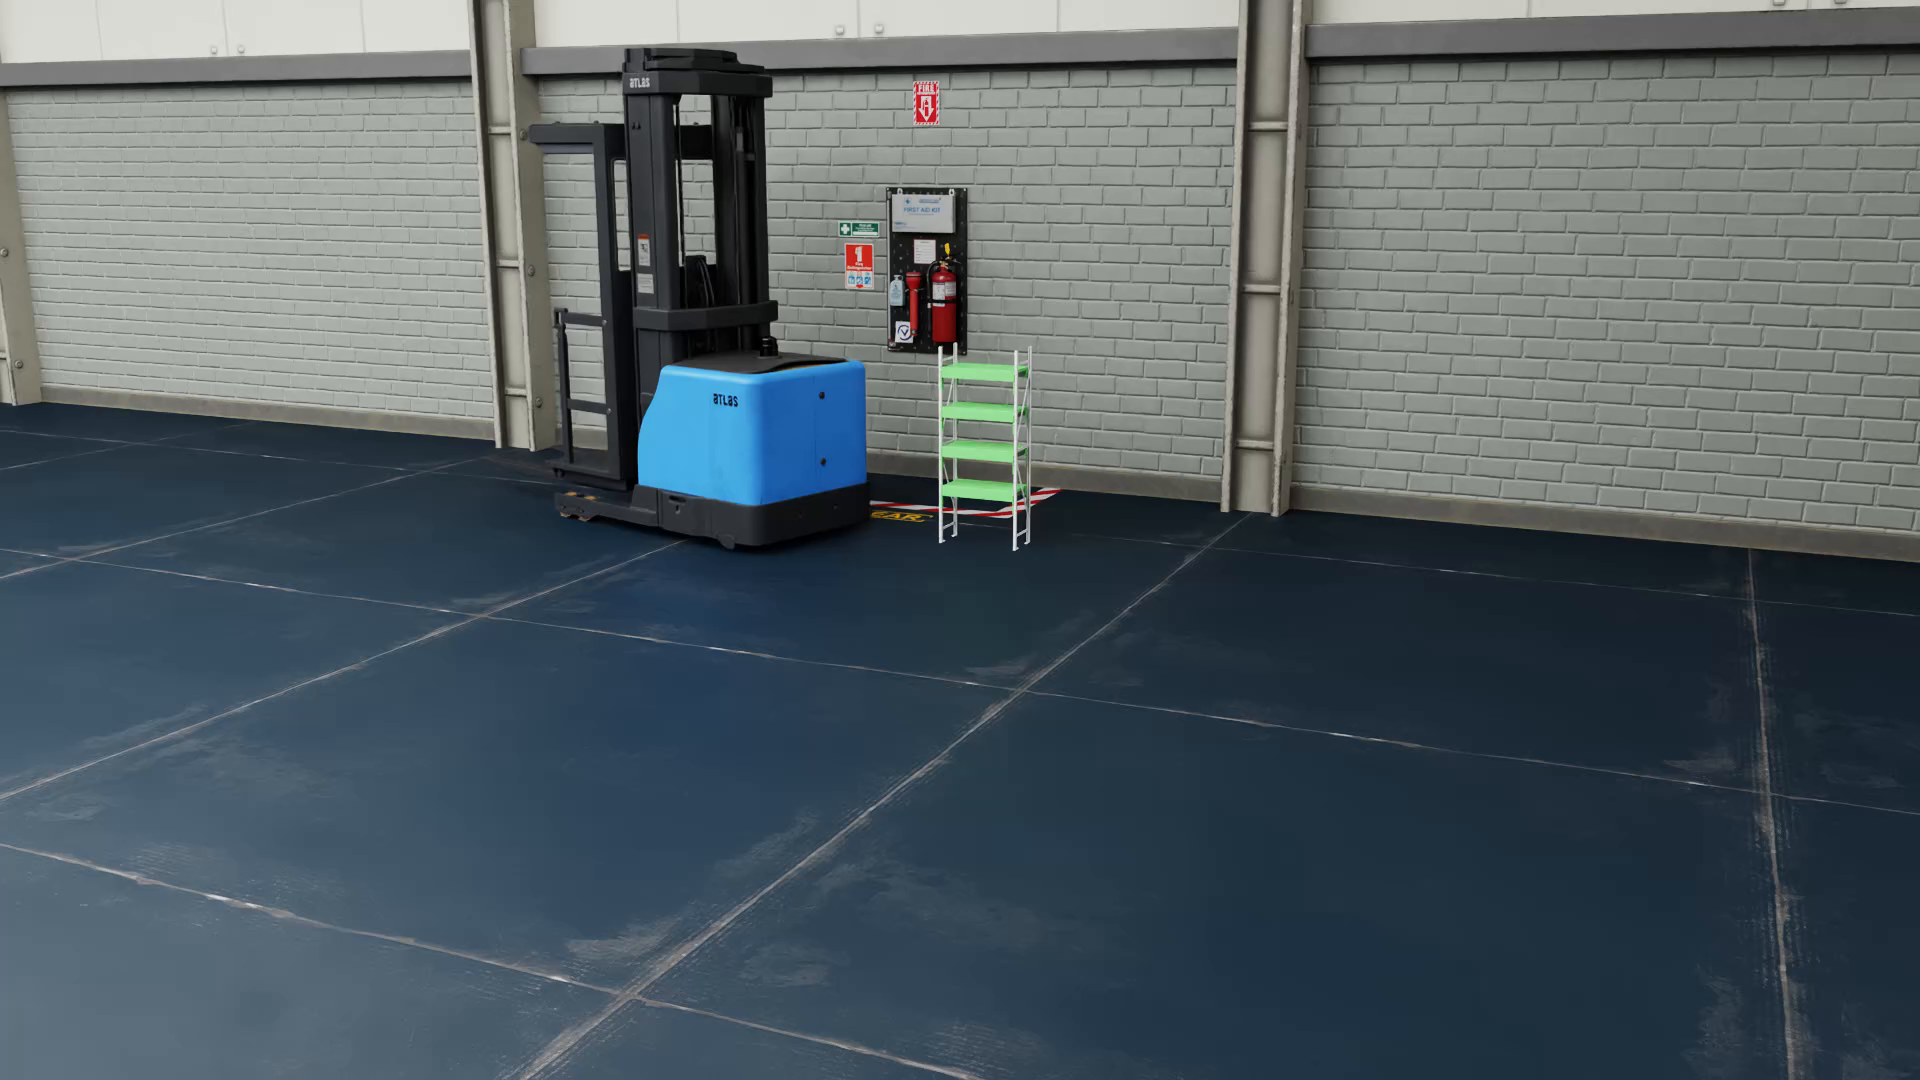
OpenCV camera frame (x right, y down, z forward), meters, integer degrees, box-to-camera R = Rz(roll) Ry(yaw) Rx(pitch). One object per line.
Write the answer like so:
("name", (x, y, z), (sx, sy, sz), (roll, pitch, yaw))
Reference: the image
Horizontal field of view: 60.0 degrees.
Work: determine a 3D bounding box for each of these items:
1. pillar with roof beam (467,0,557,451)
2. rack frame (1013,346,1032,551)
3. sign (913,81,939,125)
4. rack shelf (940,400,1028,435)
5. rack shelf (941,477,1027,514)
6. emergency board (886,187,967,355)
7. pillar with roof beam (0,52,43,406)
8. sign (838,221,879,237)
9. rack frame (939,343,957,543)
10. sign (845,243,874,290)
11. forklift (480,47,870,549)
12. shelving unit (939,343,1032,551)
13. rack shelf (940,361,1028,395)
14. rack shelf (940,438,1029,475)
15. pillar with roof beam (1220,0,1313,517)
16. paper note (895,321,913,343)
("pillar with roof beam", (-5.254, -4.241, 8.629), (0.400, 9.000, 9.100), (6, 14, 23))
("rack frame", (0.374, -0.546, 9.956), (0.015, 1.200, 0.240), (6, 14, 23))
("sign", (-0.236, -3.051, 11.615), (0.199, 0.298, 0.001), (6, 14, 23))
("rack shelf", (0.151, -0.740, 10.012), (0.480, 0.148, 0.258), (6, 14, 23))
("rack shelf", (0.151, -0.273, 10.122), (0.480, 0.148, 0.258), (6, 14, 23))
("emergency board", (-0.269, -1.901, 11.788), (0.643, 1.169, 0.194), (6, 14, 23))
("pillar with roof beam", (-10.740, -4.796, 10.995), (0.400, 9.000, 9.100), (6, 14, 23))
("sign", (-0.732, -2.246, 12.024), (0.331, 0.109, 0.001), (6, 14, 23))
("rack frame", (-0.072, -0.591, 10.149), (0.015, 1.200, 0.240), (6, 14, 23))
("sign", (-0.732, -1.991, 12.094), (0.234, 0.329, 0.001), (6, 14, 23))
("forklift", (-2.023, -1.626, 10.769), (3.031, 2.935, 1.130), (11, 17, 39))
("shelving unit", (0.151, -0.569, 10.052), (0.503, 1.200, 0.258), (6, 14, 23))
("rack shelf", (0.151, -0.974, 9.957), (0.480, 0.148, 0.258), (6, 14, 23))
("rack shelf", (0.151, -0.507, 10.067), (0.480, 0.148, 0.258), (6, 14, 23))
("pillar with roof beam", (0.232, -3.685, 6.263), (0.400, 9.000, 9.100), (6, 14, 23))
("paper note", (-0.402, -1.503, 12.020), (0.142, 0.148, 0.016), (6, 14, 23))
